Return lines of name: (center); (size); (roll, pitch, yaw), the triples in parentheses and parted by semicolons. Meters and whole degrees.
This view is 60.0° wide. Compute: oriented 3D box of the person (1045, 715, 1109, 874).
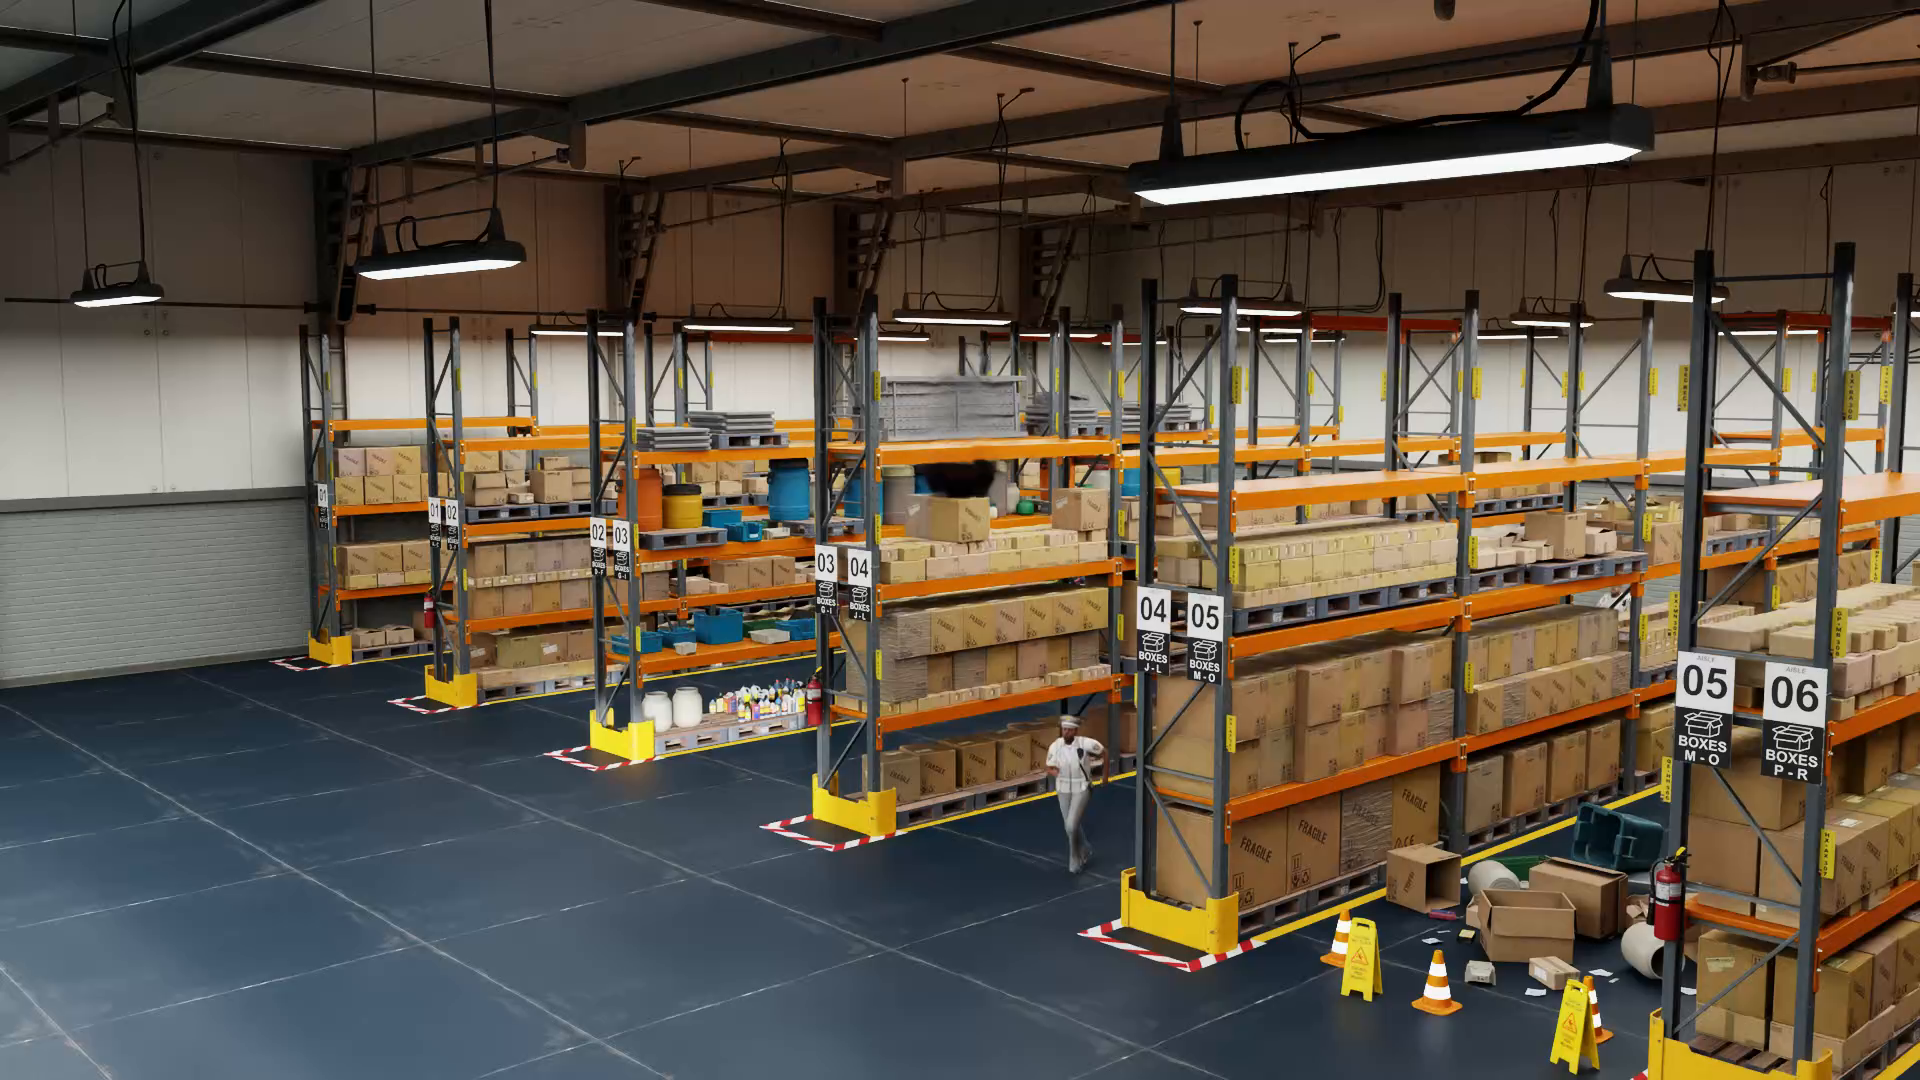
person: (1.190, 2.597, 17.122); (0.605, 1.665, 0.790); (2, 6, 22)

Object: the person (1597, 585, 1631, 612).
person: (11.077, 1.486, 28.021); (0.699, 1.727, 0.709); (3, 7, 29)
